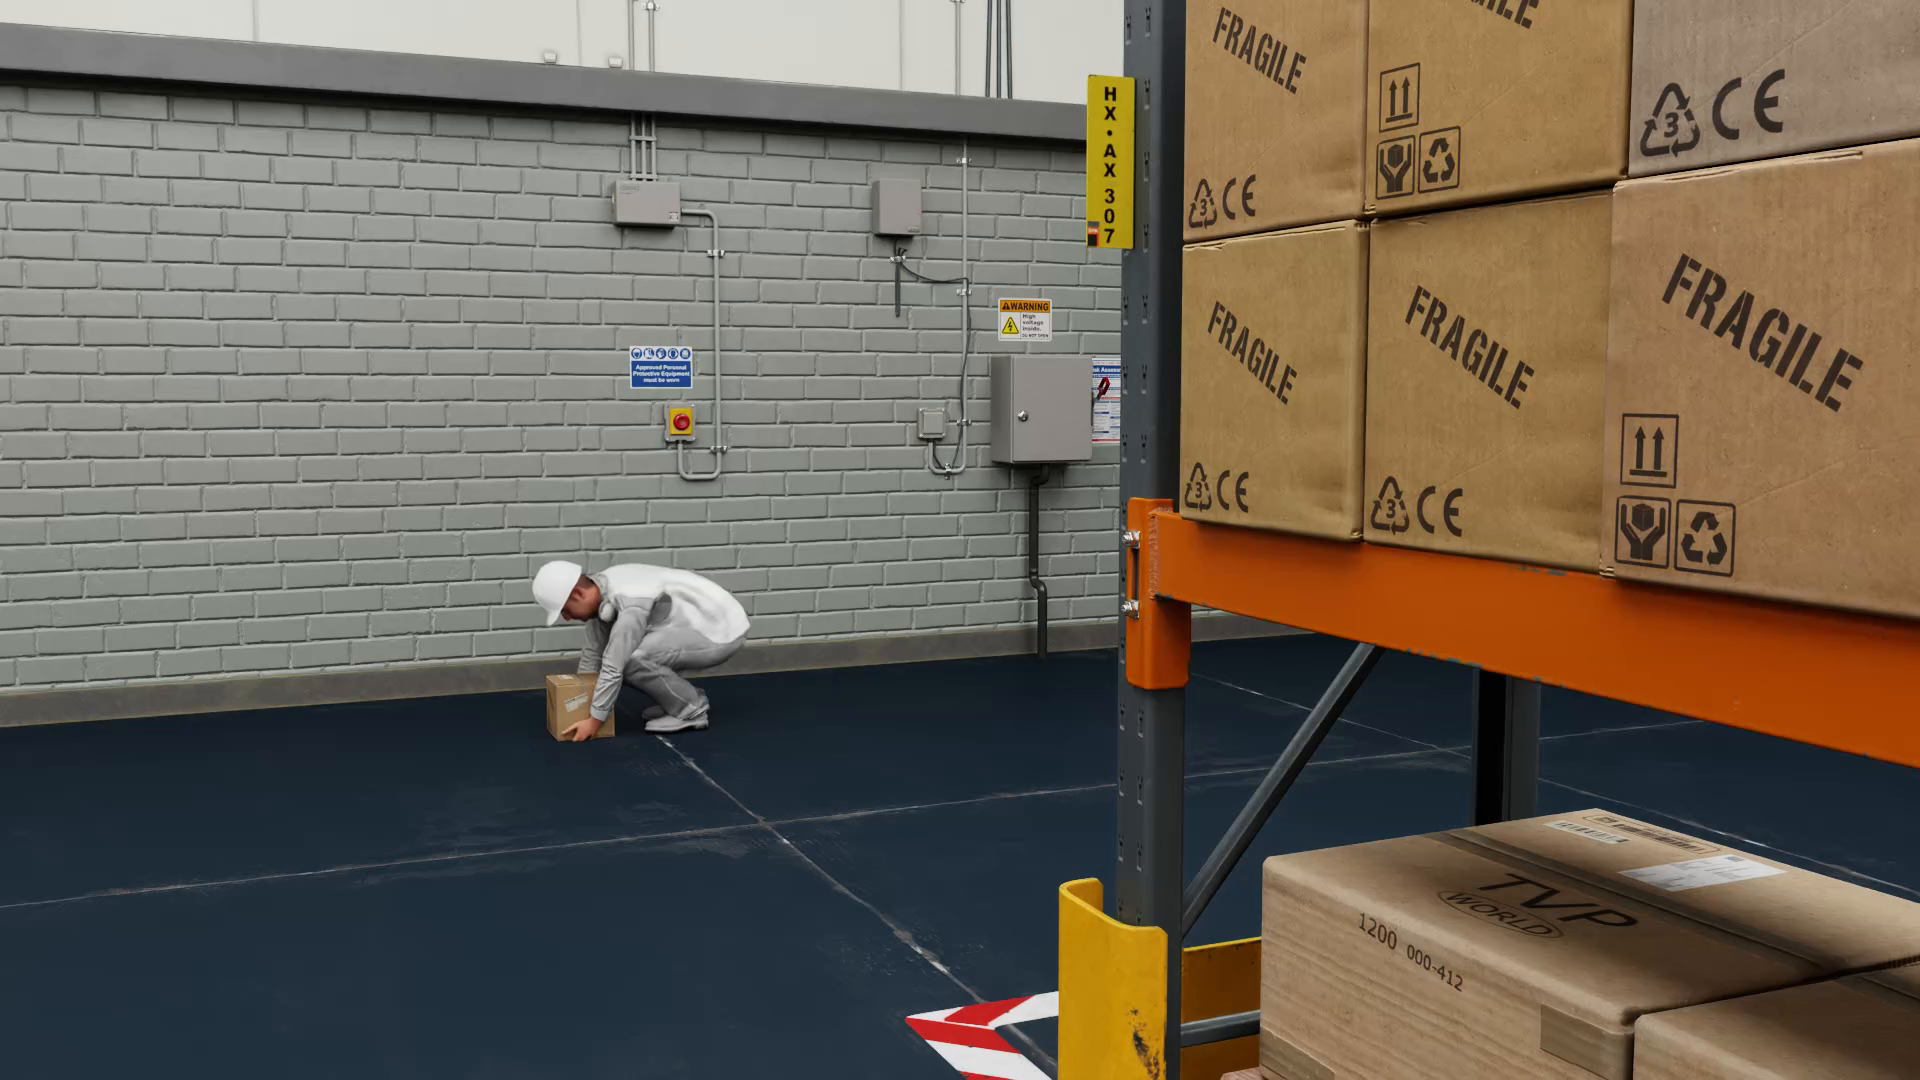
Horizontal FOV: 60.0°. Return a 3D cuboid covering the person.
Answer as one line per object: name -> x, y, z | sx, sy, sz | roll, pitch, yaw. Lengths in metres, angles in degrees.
person -> -1.433, 0.501, 7.482 | 0.961, 0.860, 0.515 | -2, 6, -25
